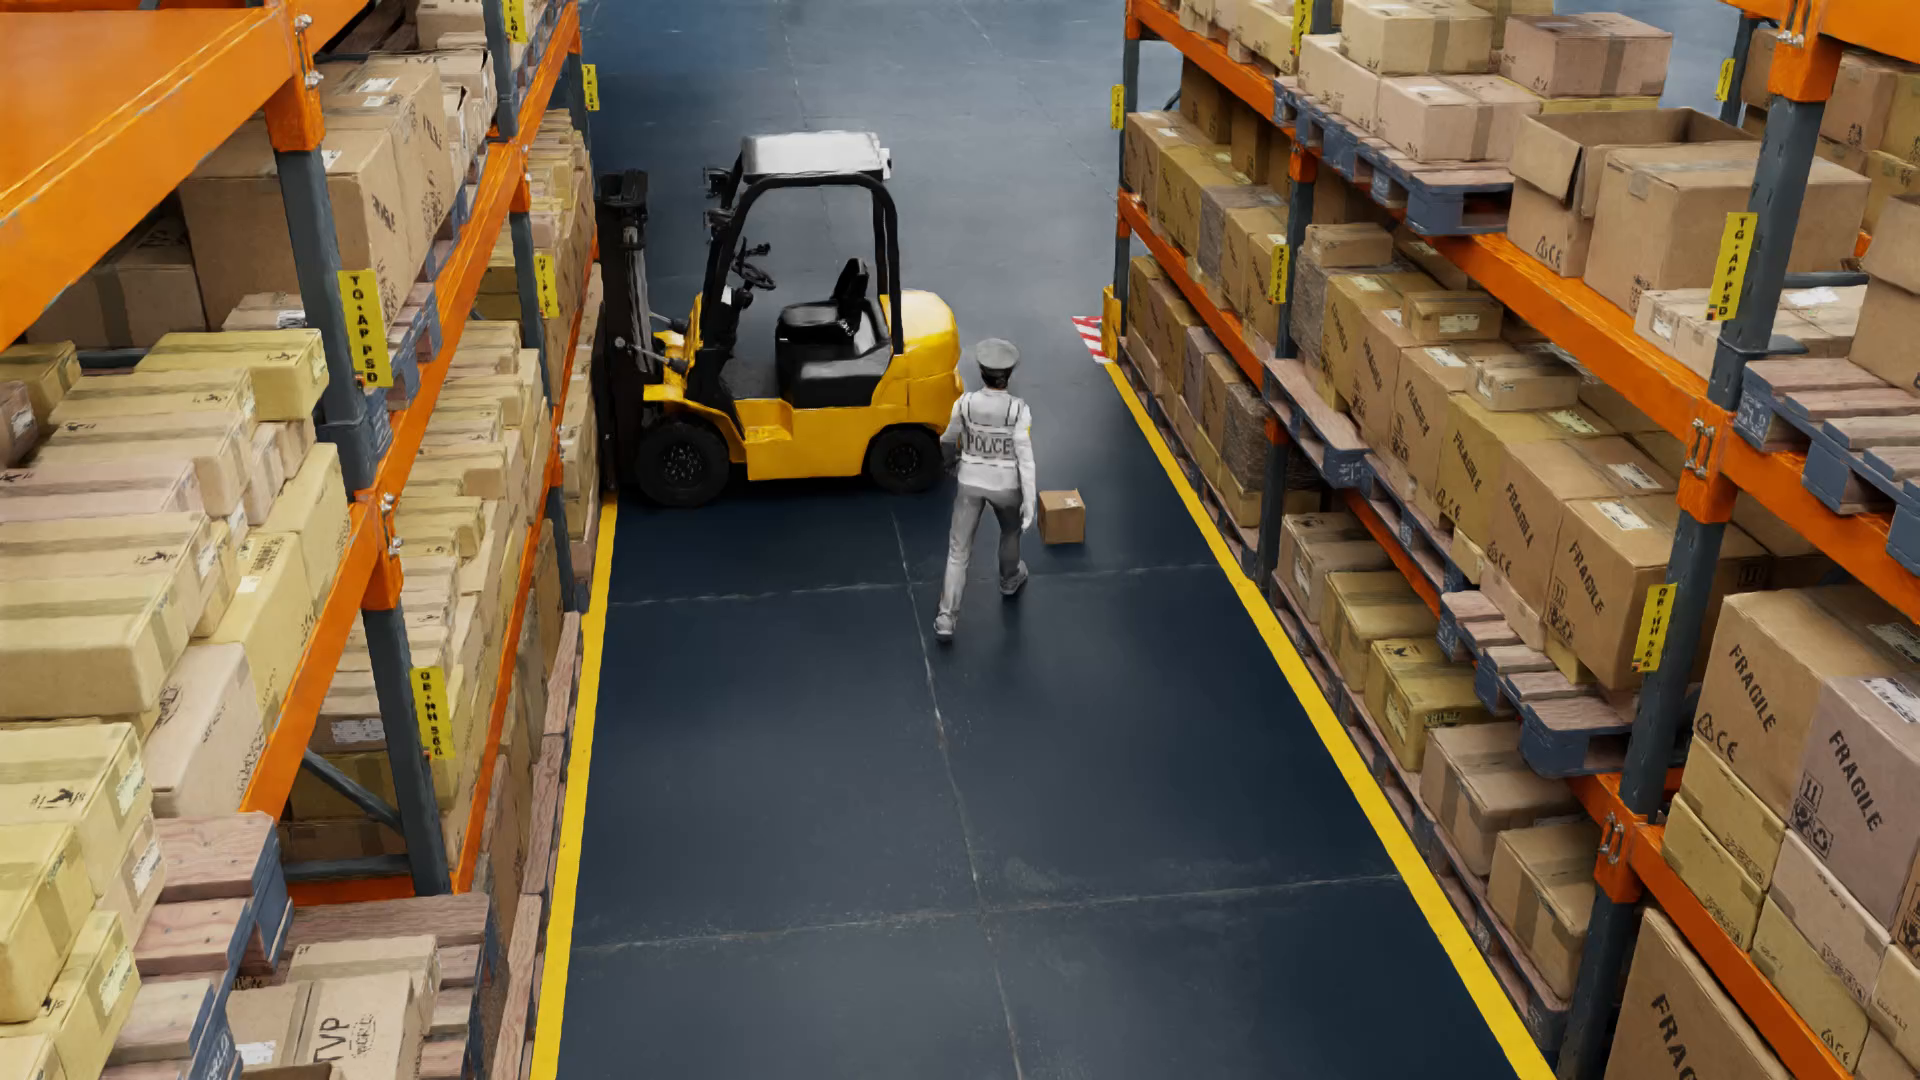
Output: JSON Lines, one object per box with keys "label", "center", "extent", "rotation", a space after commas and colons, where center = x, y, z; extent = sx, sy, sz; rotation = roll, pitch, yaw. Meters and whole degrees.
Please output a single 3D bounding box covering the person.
{"label": "person", "center": [0.149, -0.308, 9.210], "extent": [0.591, 1.627, 1.012], "rotation": [6, 28, 11]}
